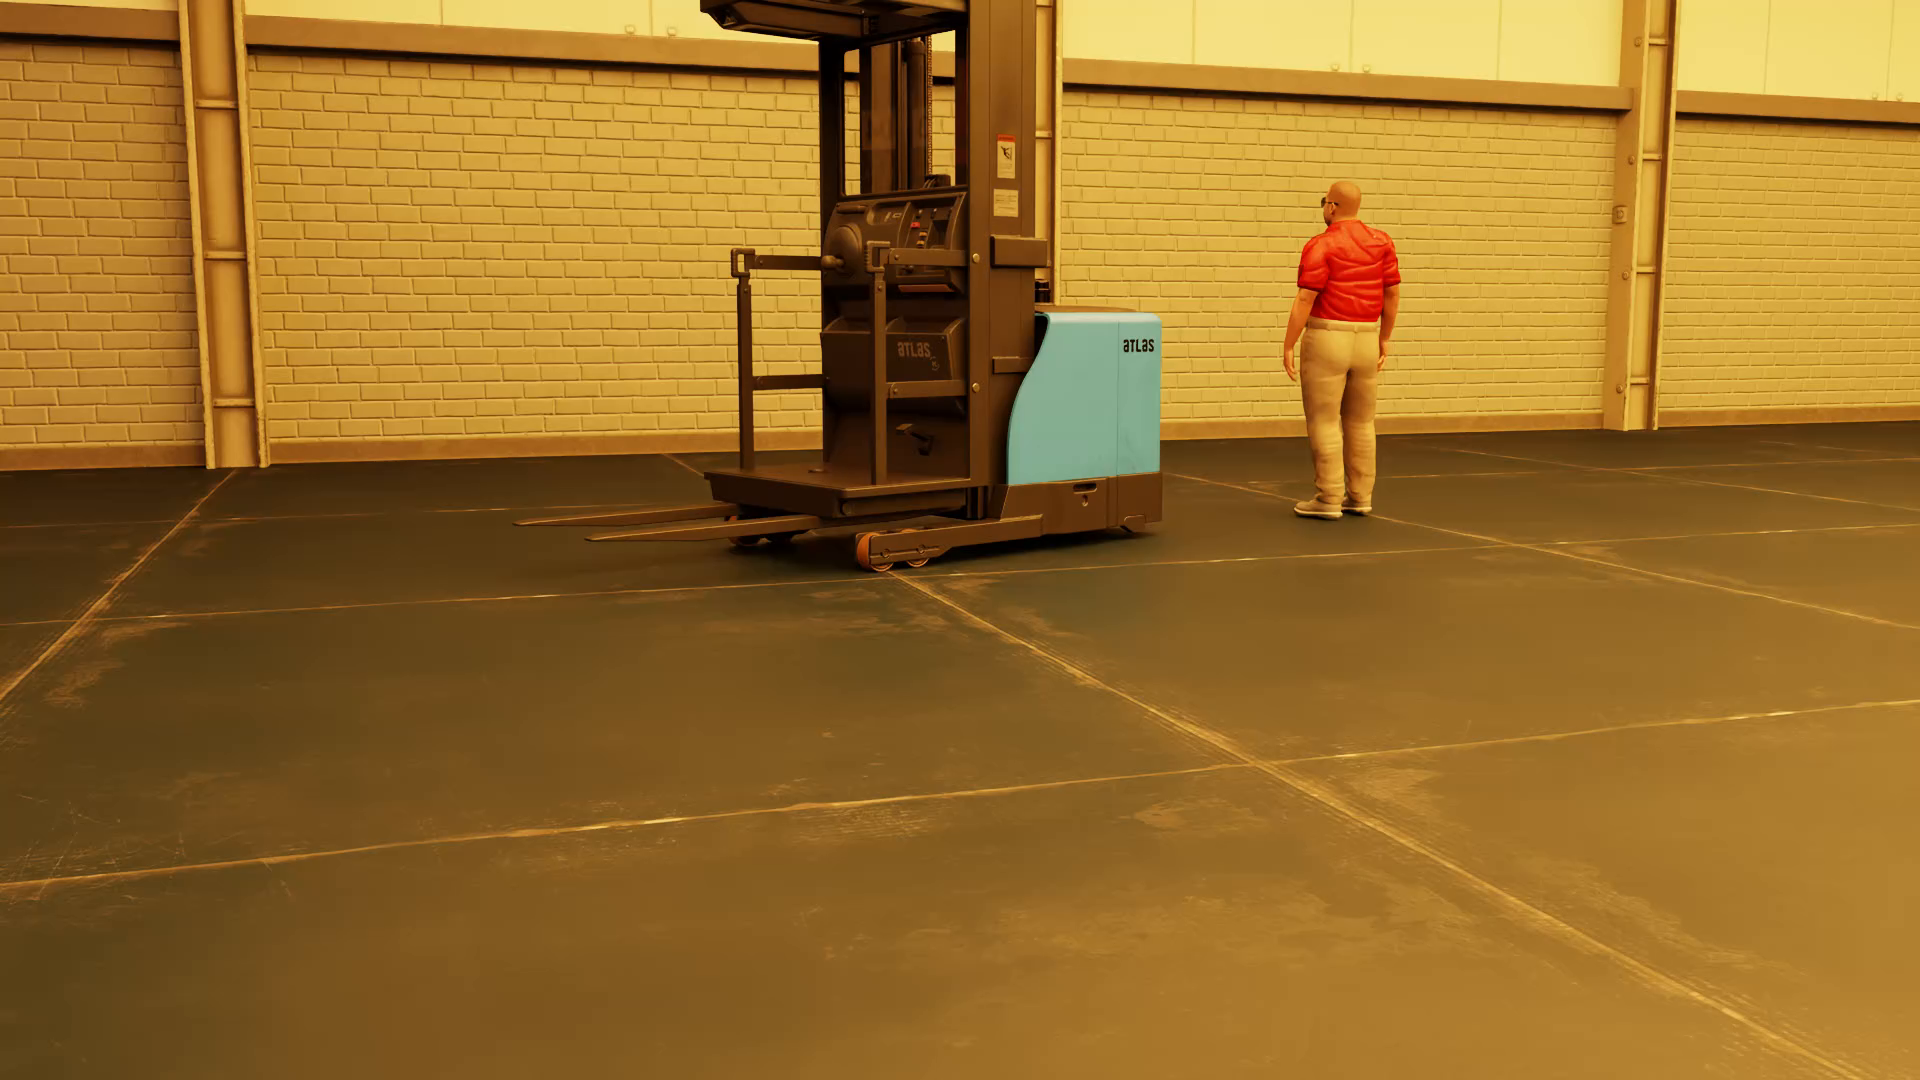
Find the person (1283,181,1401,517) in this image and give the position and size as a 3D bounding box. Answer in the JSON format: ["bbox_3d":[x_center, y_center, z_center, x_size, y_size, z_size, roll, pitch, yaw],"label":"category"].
[{"bbox_3d":[1.941,-0.985,8.693,0.643,1.729,0.550,-3,8,-19],"label":"person"}]

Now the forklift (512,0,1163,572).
[{"bbox_3d":[-0.461,-1.399,7.333,3.031,2.935,1.130,-7,10,-40],"label":"forklift"}]
